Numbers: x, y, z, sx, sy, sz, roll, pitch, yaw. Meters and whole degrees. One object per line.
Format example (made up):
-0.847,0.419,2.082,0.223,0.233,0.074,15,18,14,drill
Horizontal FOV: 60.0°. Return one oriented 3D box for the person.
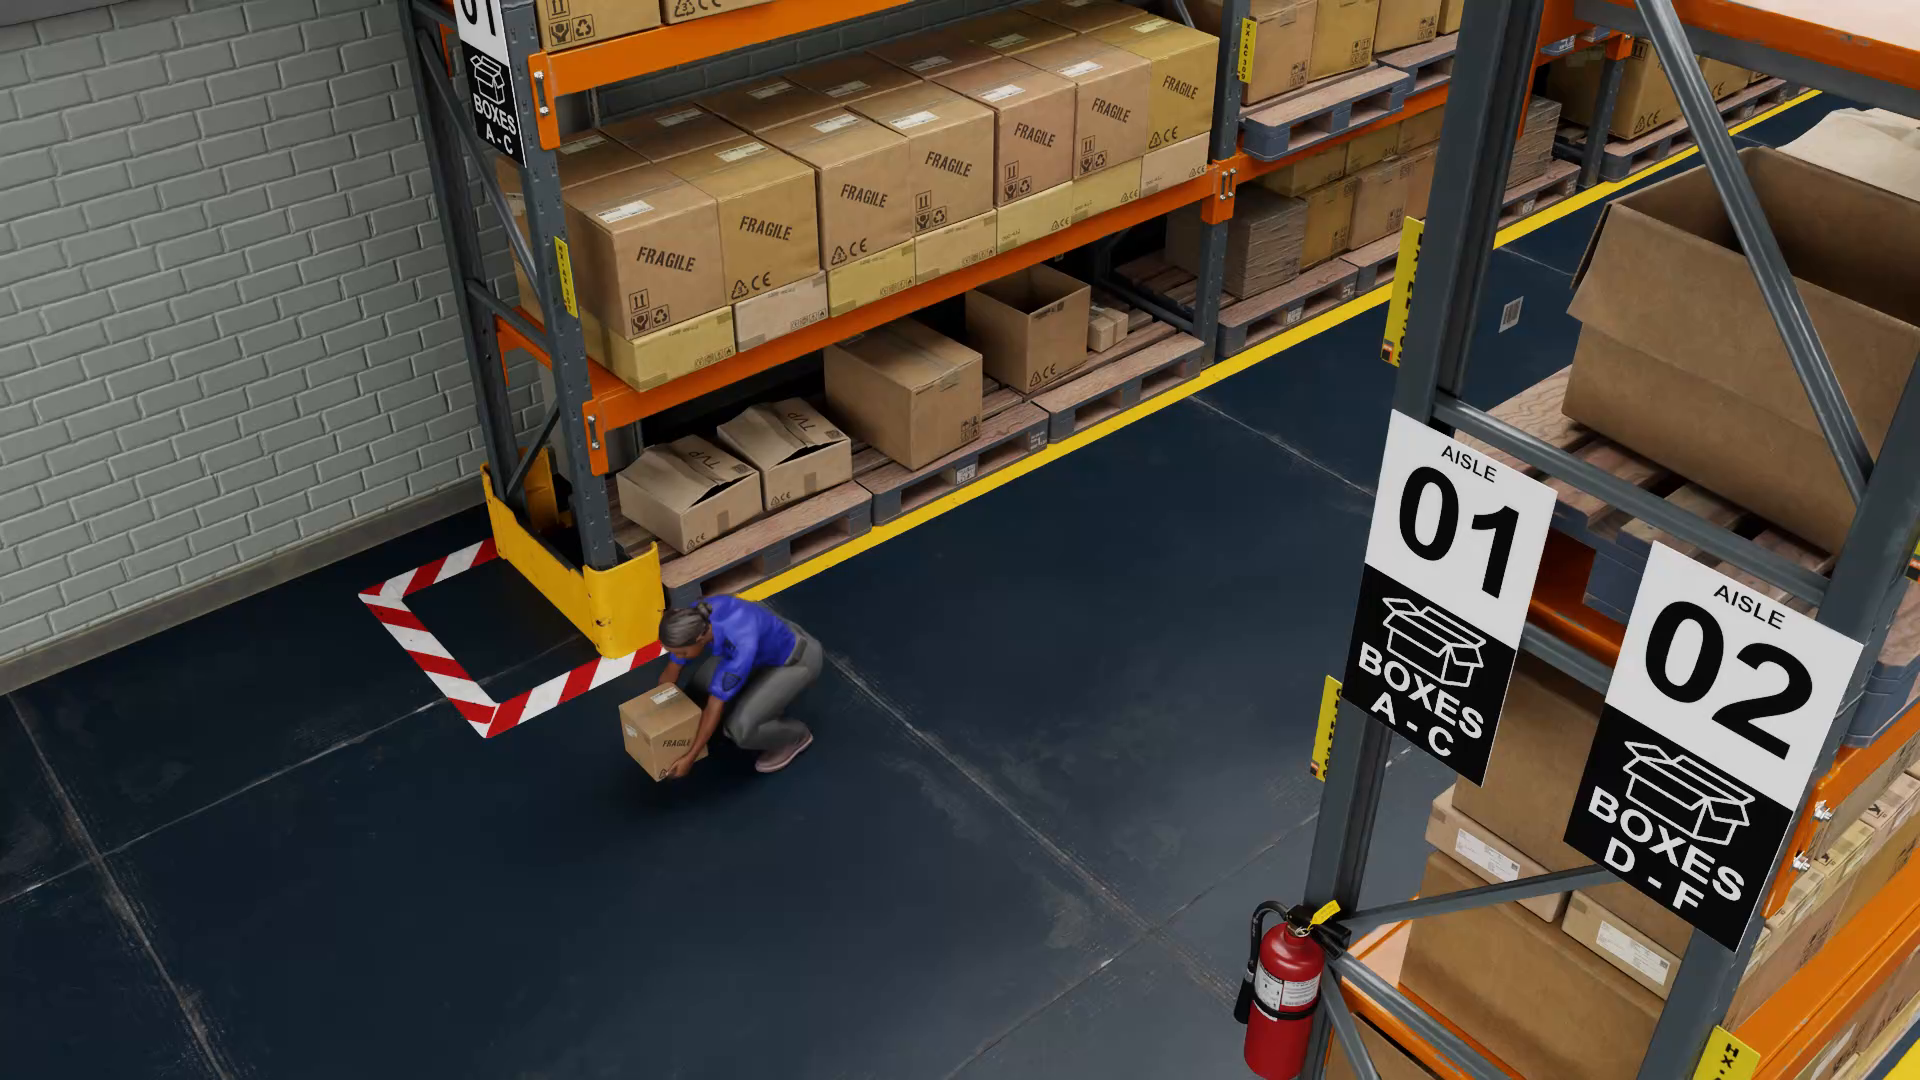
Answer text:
-0.957,0.556,6.934,0.837,0.949,0.462,-25,43,-31,person
